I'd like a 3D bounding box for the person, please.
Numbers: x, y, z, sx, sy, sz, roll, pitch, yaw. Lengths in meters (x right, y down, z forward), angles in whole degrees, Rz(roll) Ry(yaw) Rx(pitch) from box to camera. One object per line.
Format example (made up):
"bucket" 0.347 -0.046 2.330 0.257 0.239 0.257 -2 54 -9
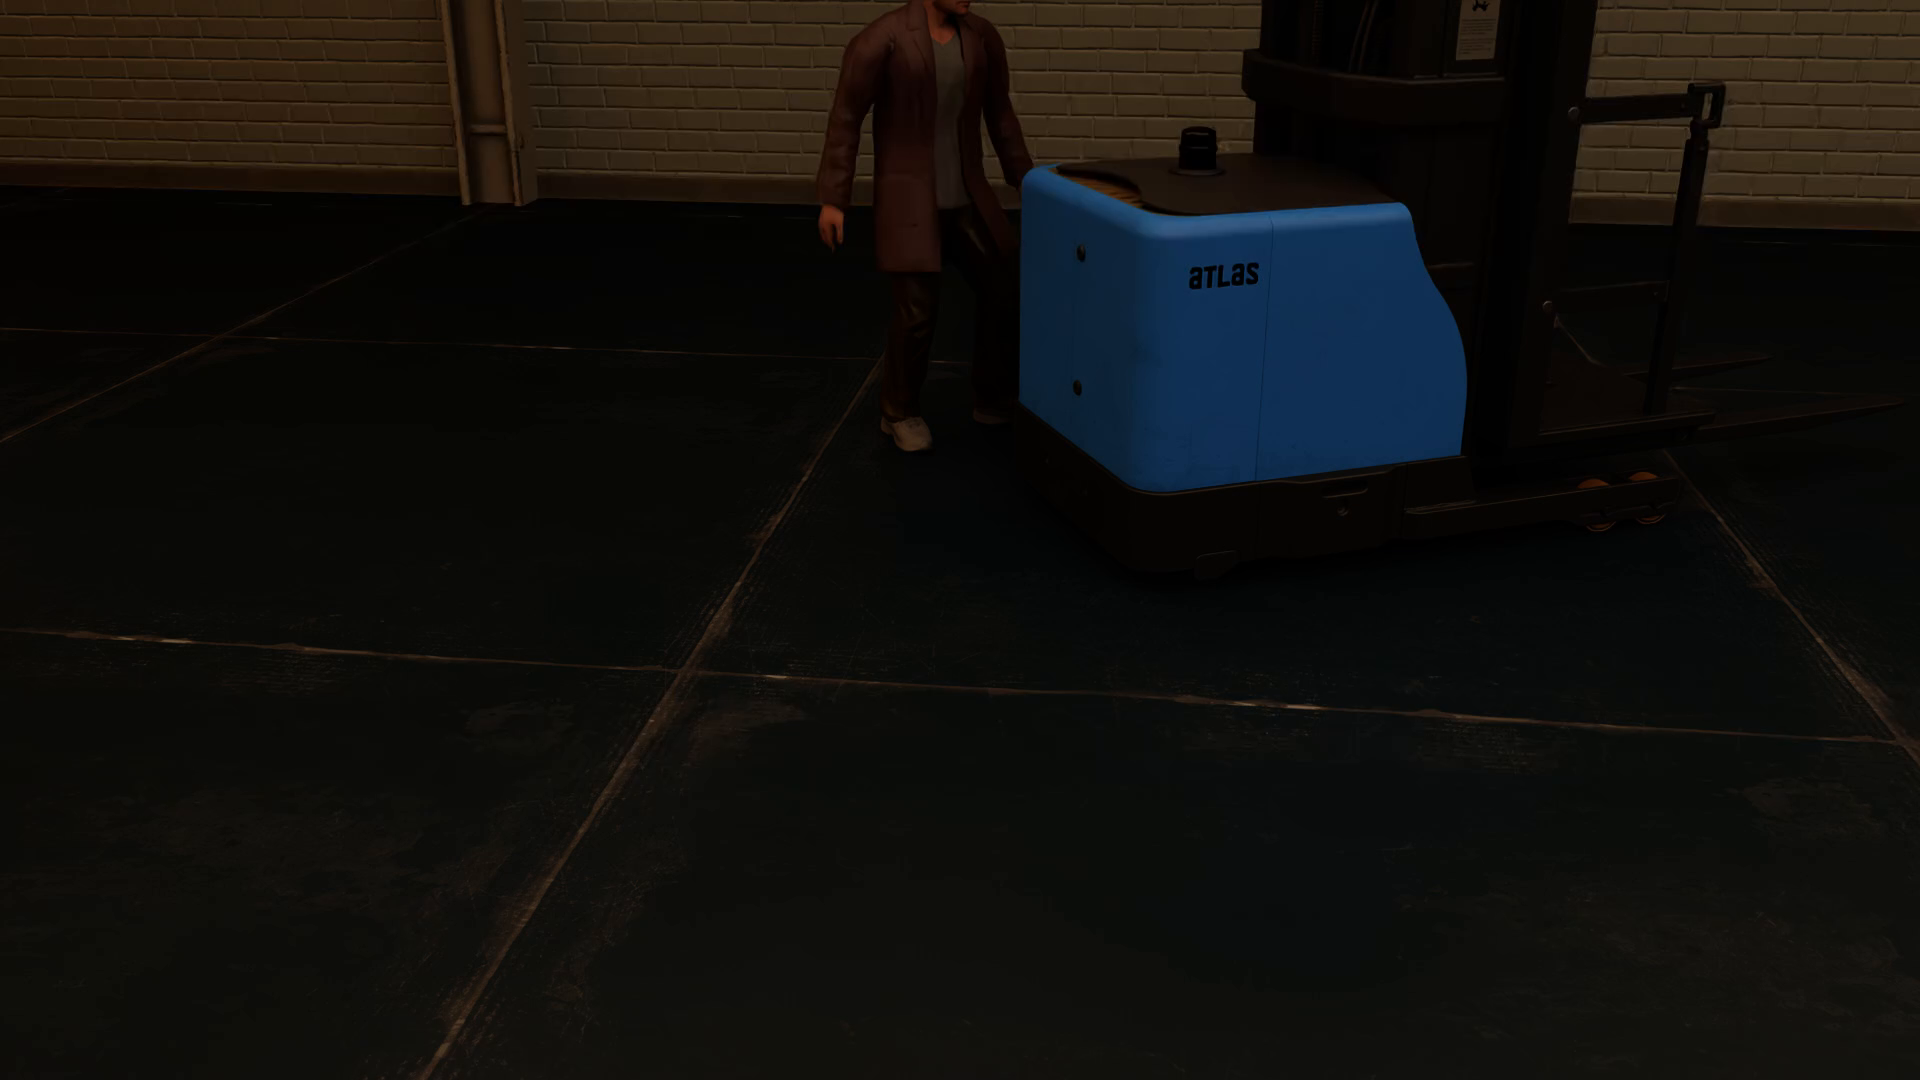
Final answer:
"person" -0.066 -1.188 5.796 0.890 1.750 0.423 -13 25 -30

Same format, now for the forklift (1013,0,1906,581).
"forklift" 1.752 -1.561 5.130 3.031 2.935 1.130 -8 23 -18
